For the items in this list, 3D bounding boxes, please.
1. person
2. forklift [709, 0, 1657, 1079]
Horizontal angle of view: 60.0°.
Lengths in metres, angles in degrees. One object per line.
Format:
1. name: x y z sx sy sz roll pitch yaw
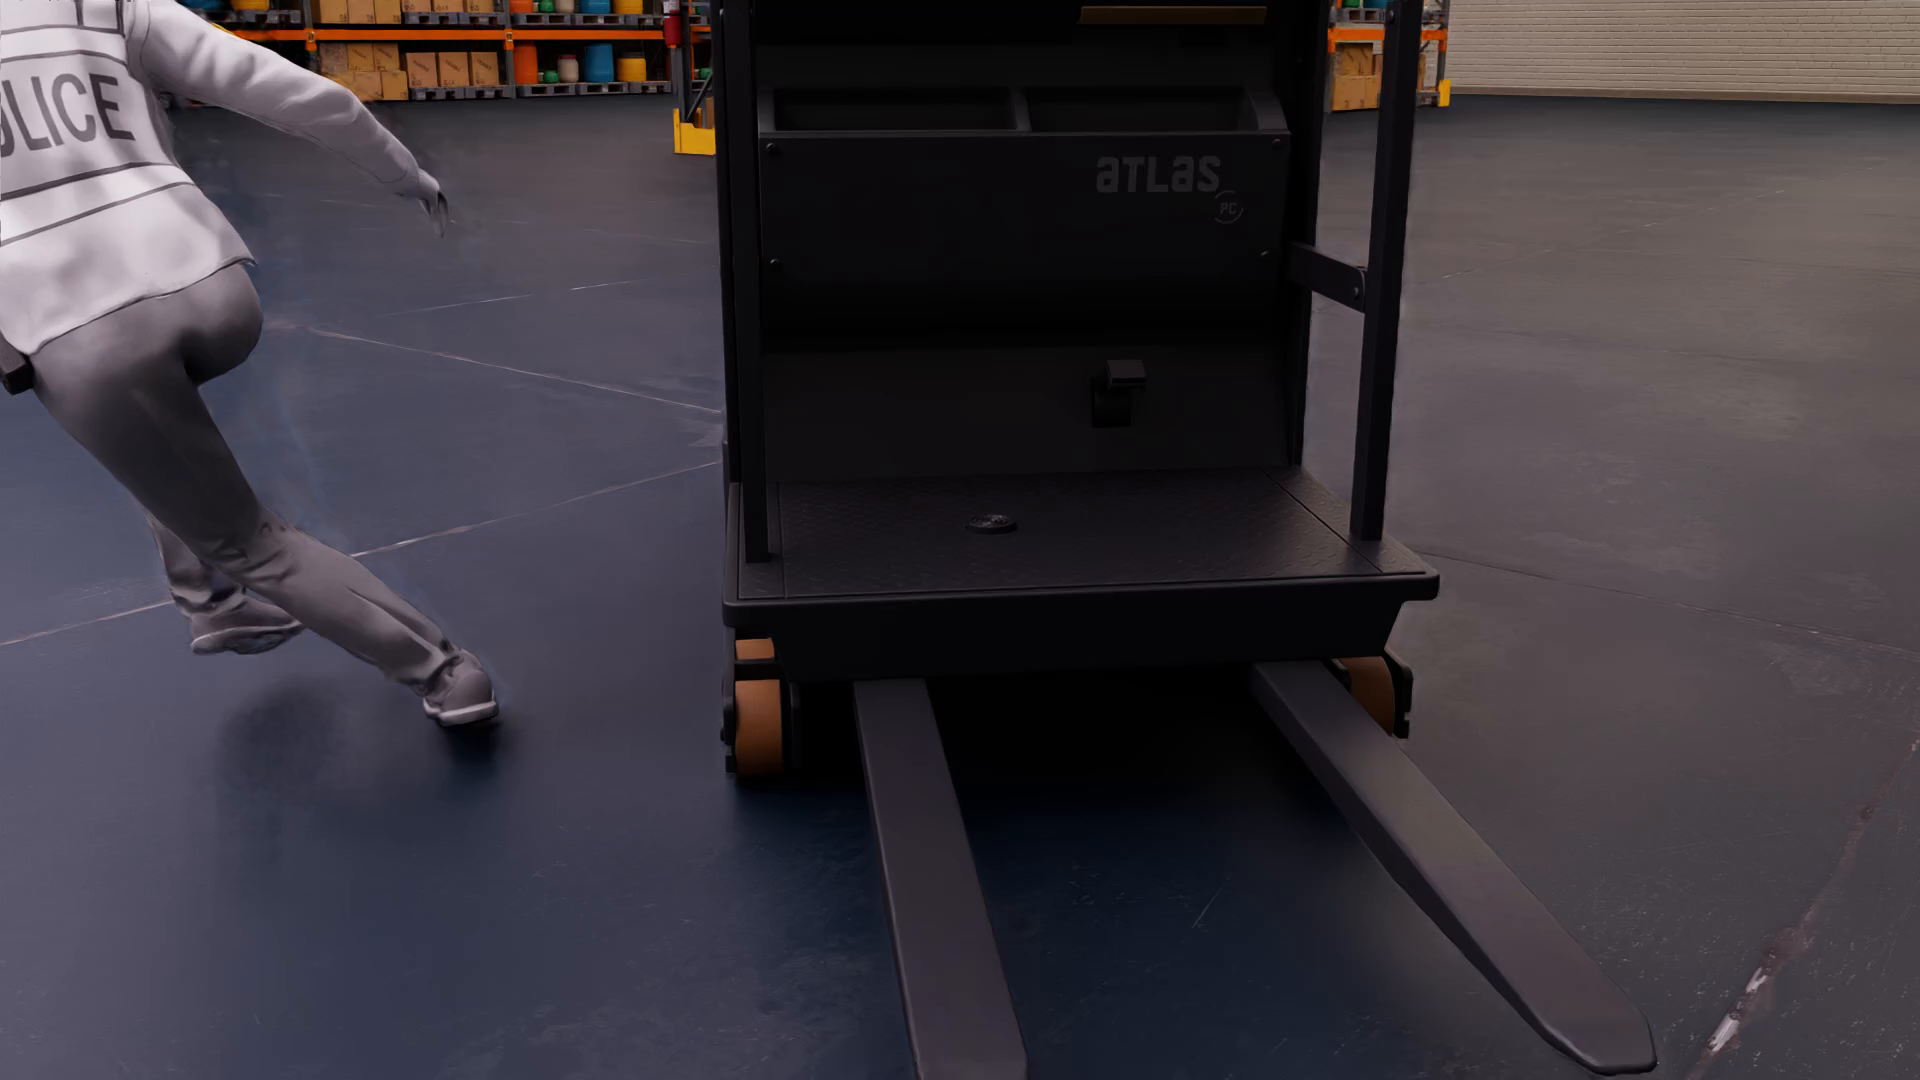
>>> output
1. person: -1.262 -0.379 2.652 0.916 1.429 0.838 -13 21 -36
2. forklift: 0.139 -1.122 2.593 1.130 2.935 3.031 -2 17 -7
